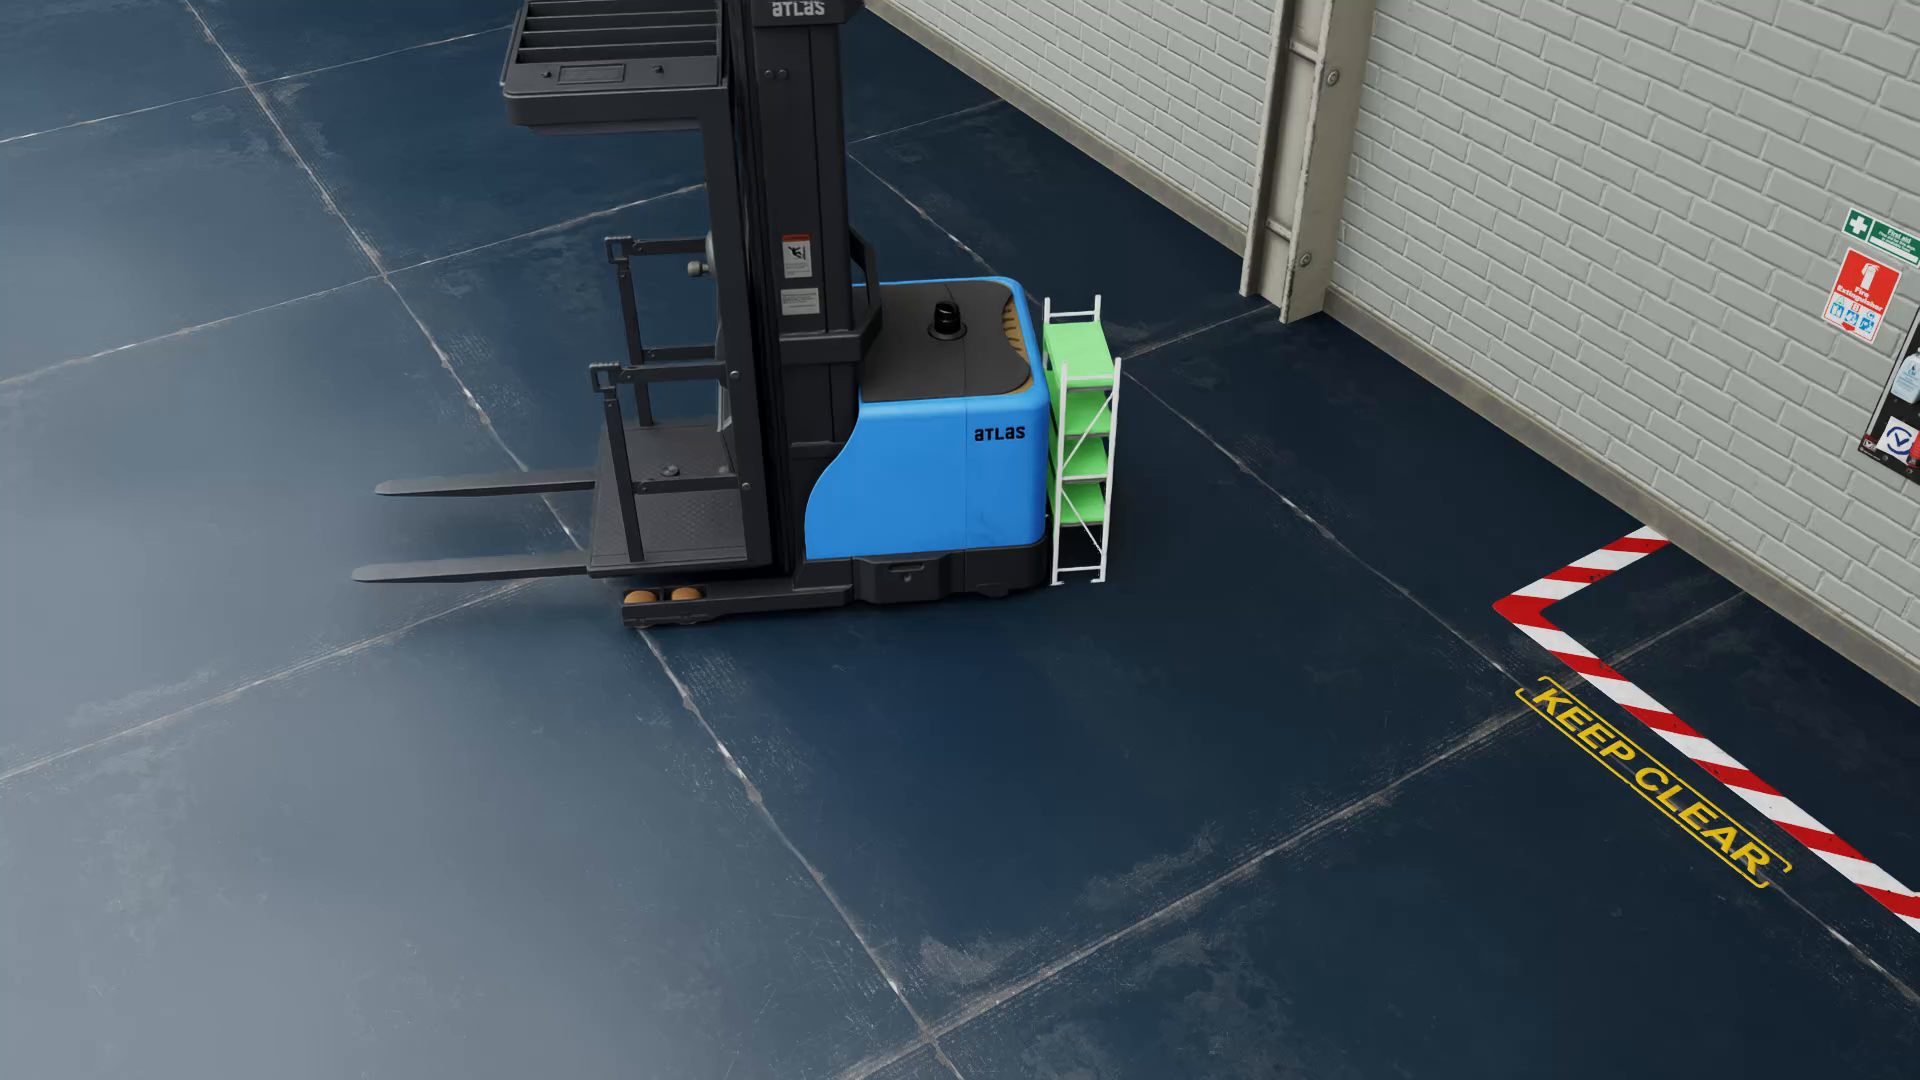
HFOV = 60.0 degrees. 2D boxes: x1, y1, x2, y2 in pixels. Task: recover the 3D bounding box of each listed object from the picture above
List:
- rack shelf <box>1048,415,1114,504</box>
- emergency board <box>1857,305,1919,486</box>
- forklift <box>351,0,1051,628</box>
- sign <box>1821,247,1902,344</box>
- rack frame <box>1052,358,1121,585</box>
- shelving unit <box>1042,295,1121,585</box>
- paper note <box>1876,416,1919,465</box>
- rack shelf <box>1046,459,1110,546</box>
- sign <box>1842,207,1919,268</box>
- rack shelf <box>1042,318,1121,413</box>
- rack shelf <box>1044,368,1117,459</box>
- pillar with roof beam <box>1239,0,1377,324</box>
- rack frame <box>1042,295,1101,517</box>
[{"bbox_3d":[0.509,-0.375,7.363,0.258,0.148,0.480,-4,40,-5],"label":"rack shelf"},{"bbox_3d":[3.747,-0.611,6.140,0.194,1.169,0.643,-22,45,-24],"label":"emergency board"},{"bbox_3d":[-1.165,-1.098,6.778,3.031,2.935,1.130,-4,40,-5],"label":"forklift"},{"bbox_3d":[3.536,-0.959,6.530,0.001,0.329,0.234,-22,45,-24],"label":"sign"},{"bbox_3d":[0.535,-0.269,7.135,0.240,1.200,0.015,-4,40,-5],"label":"rack frame"},{"bbox_3d":[0.509,-0.424,7.322,0.258,1.200,0.503,-4,40,-5],"label":"shelving unit"},{"bbox_3d":[3.710,-0.392,6.566,0.016,0.148,0.142,-22,45,-24],"label":"paper note"},{"bbox_3d":[0.509,-0.191,7.516,0.258,0.148,0.480,-4,40,-5],"label":"rack shelf"},{"bbox_3d":[3.531,-1.157,6.353,0.001,0.109,0.331,-22,45,-24],"label":"sign"},{"bbox_3d":[0.509,-0.744,7.055,0.258,0.148,0.480,-4,40,-5],"label":"rack shelf"},{"bbox_3d":[0.509,-0.559,7.209,0.258,0.148,0.480,-4,40,-5],"label":"rack shelf"},{"bbox_3d":[-1.813,-3.326,4.712,9.100,9.000,0.400,-22,45,-24],"label":"pillar with roof beam"},{"bbox_3d":[0.483,-0.580,7.508,0.240,1.200,0.015,-4,40,-5],"label":"rack frame"}]
